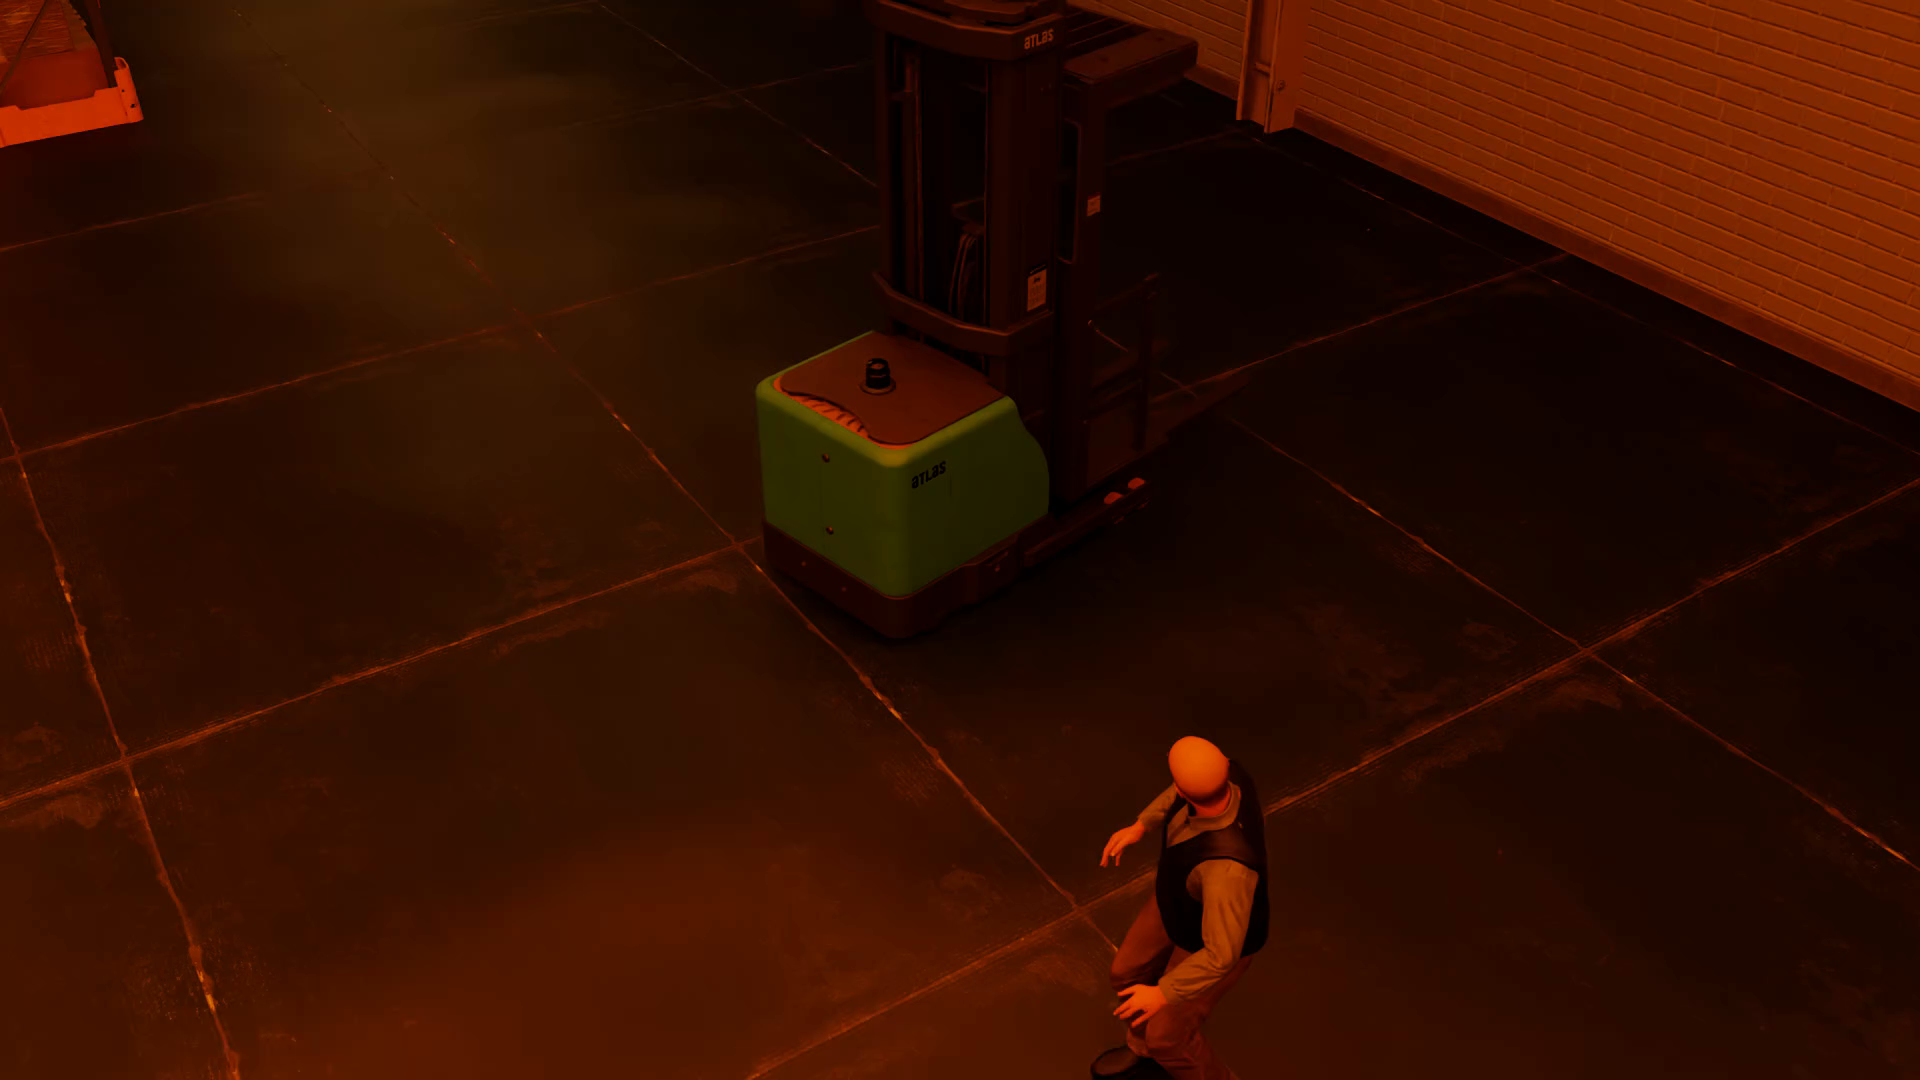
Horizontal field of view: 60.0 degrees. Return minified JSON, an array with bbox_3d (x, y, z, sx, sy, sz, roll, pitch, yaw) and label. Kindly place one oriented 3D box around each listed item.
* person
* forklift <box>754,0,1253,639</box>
[{"bbox_3d":[0.723,1.290,5.443,0.572,1.675,0.764,-5,35,-7],"label":"person"},{"bbox_3d":[0.400,-1.474,8.246,1.130,2.935,3.031,30,45,35],"label":"forklift"}]
